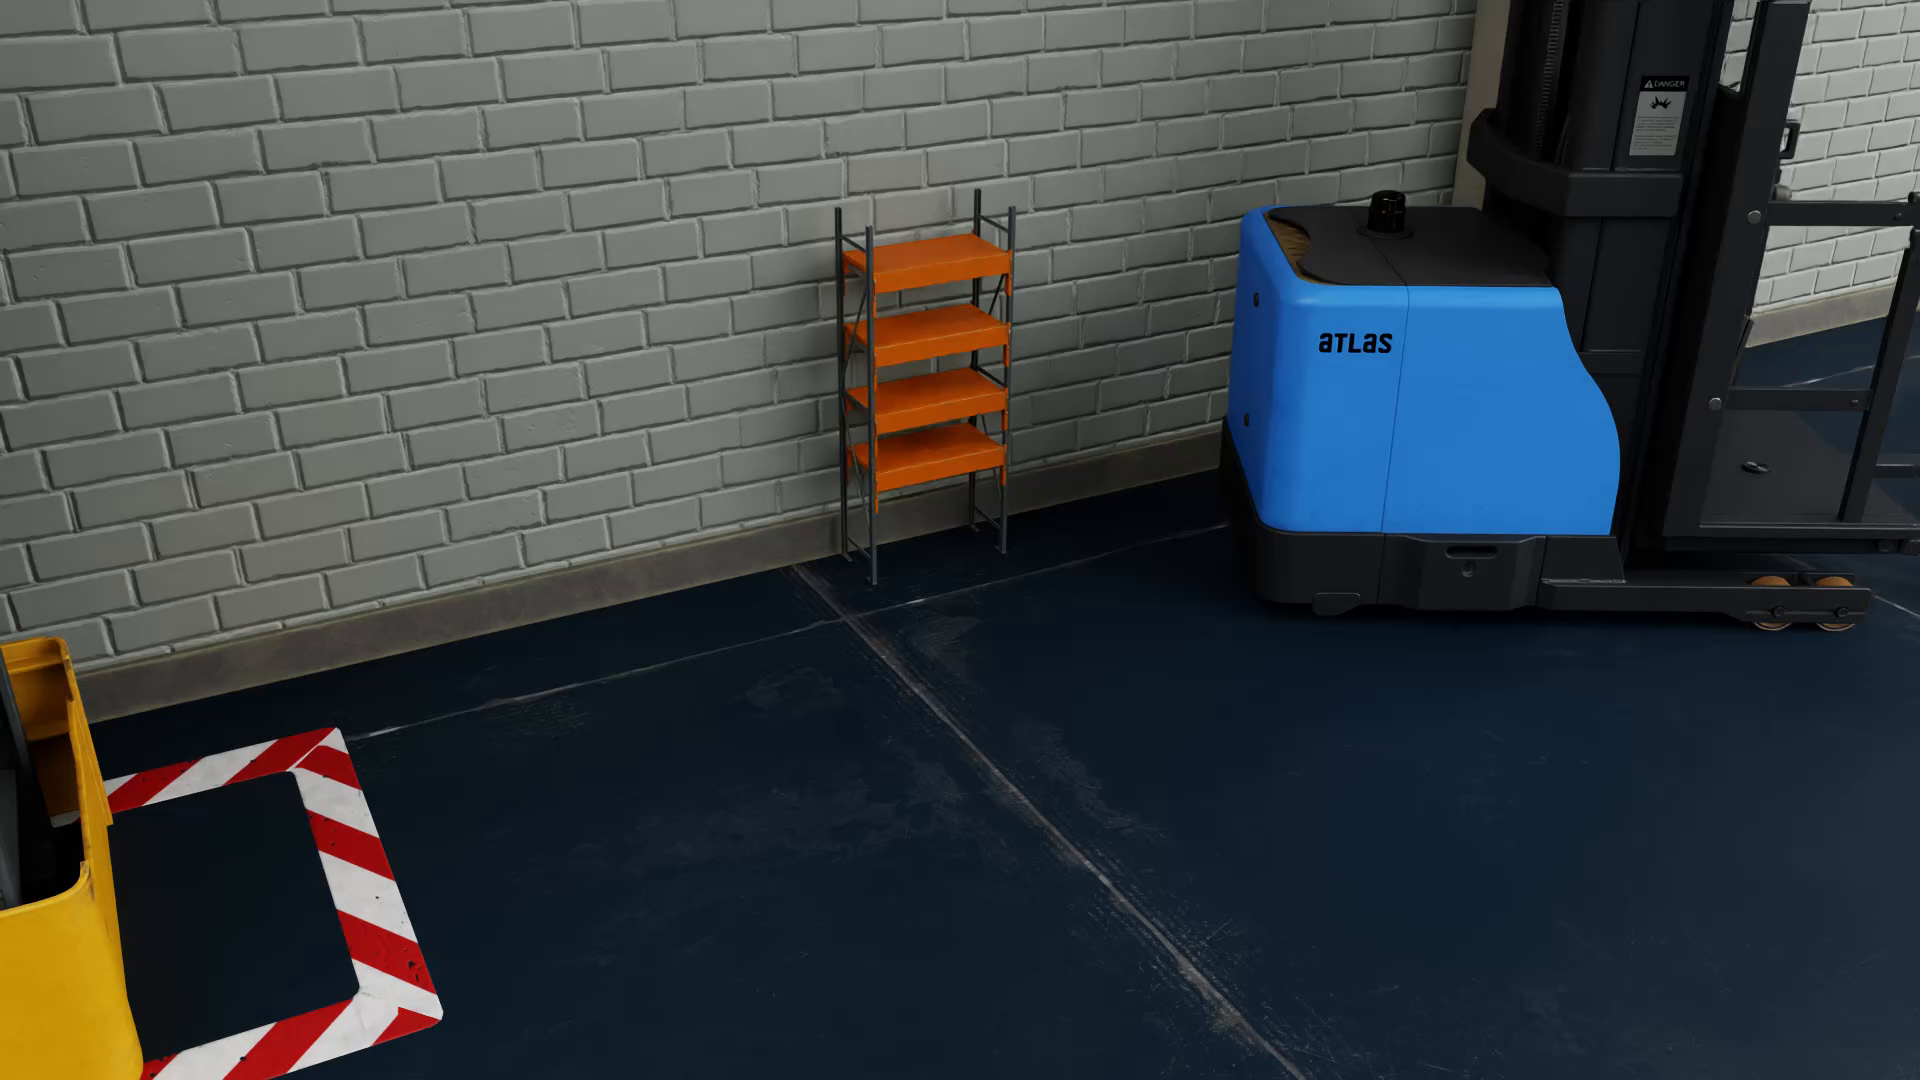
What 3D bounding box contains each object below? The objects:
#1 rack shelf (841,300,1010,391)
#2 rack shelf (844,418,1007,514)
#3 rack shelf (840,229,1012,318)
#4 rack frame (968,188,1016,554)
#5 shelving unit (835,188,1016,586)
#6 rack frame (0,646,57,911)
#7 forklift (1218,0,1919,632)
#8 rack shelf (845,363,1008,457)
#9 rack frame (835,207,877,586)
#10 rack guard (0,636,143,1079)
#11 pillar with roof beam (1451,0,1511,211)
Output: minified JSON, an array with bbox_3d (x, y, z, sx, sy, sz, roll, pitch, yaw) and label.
[{"bbox_3d":[-0.111,-0.624,5.294,0.480,0.148,0.258,-13,30,-26],"label":"rack shelf"},{"bbox_3d":[-0.117,-0.249,5.486,0.480,0.148,0.258,-13,30,-26],"label":"rack shelf"},{"bbox_3d":[-0.108,-0.835,5.186,0.480,0.148,0.258,-13,30,-26],"label":"rack shelf"},{"bbox_3d":[0.101,-0.536,5.470,0.015,1.200,0.240,-13,30,-26],"label":"rack frame"},{"bbox_3d":[-0.114,-0.485,5.365,0.503,1.200,0.258,-13,30,-26],"label":"shelving unit"},{"bbox_3d":[-2.117,-0.411,3.141,0.127,3.000,1.000,-13,29,-25],"label":"rack frame"},{"bbox_3d":[2.442,-1.272,5.012,3.031,2.935,1.130,1,26,1],"label":"forklift"},{"bbox_3d":[-0.114,-0.425,5.396,0.480,0.148,0.258,-13,30,-26],"label":"rack shelf"},{"bbox_3d":[-0.328,-0.434,5.260,0.015,1.200,0.240,-13,30,-26],"label":"rack frame"},{"bbox_3d":[-2.096,0.711,3.692,0.348,0.500,1.175,-13,29,-25],"label":"rack guard"},{"bbox_3d":[4.164,-2.896,1.385,0.400,9.000,9.100,-13,29,-25],"label":"pillar with roof beam"}]
